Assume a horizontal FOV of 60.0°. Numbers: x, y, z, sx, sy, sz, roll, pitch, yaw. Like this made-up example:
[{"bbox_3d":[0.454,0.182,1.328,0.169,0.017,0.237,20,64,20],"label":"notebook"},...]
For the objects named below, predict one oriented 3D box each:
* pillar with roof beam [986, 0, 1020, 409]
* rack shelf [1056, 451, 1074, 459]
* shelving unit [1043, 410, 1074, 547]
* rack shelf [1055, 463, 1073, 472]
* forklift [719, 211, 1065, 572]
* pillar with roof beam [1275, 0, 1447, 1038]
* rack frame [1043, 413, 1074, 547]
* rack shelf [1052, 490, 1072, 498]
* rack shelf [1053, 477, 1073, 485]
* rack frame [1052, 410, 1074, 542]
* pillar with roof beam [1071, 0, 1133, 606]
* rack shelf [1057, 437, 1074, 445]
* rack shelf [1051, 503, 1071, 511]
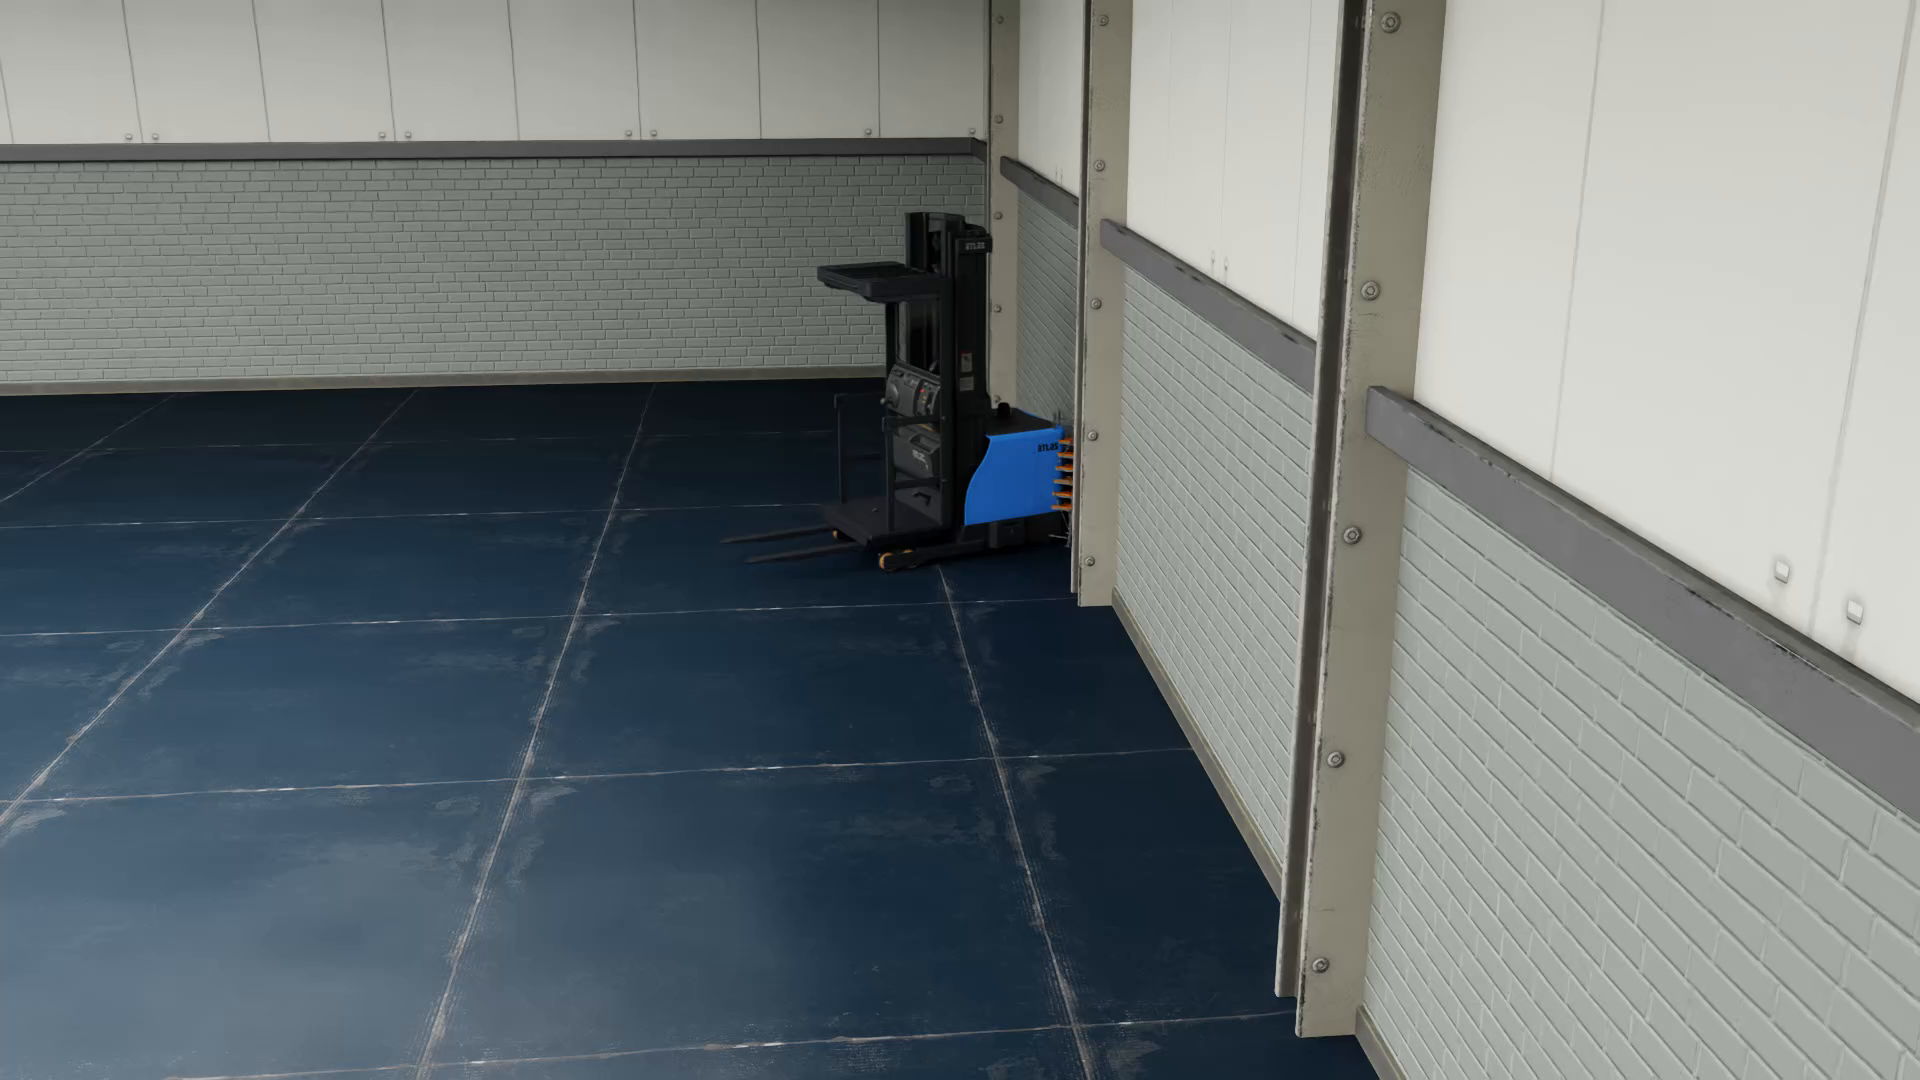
[{"bbox_3d":[-3.806,-5.474,17.590,9.100,9.000,0.400,-2,18,-6],"label":"pillar with roof beam"},{"bbox_3d":[0.947,-0.740,14.859,0.258,0.103,0.180,8,15,16],"label":"rack shelf"},{"bbox_3d":[0.934,-0.551,14.907,0.258,1.200,0.189,8,15,16],"label":"shelving unit"},{"bbox_3d":[0.939,-0.624,14.889,0.258,0.103,0.180,8,15,16],"label":"rack shelf"},{"bbox_3d":[-0.592,-1.301,14.426,3.031,2.935,1.130,-9,20,-26],"label":"forklift"},{"bbox_3d":[-2.569,-1.899,6.202,9.100,9.000,0.400,-2,18,-6],"label":"pillar with roof beam"},{"bbox_3d":[0.907,-0.531,14.822,0.240,1.200,0.006,8,15,16],"label":"rack frame"},{"bbox_3d":[0.923,-0.393,14.948,0.258,0.103,0.180,8,15,16],"label":"rack shelf"},{"bbox_3d":[0.931,-0.508,14.918,0.258,0.103,0.180,8,15,16],"label":"rack shelf"},{"bbox_3d":[0.960,-0.571,14.992,0.240,1.200,0.006,8,15,16],"label":"rack frame"},{"bbox_3d":[-3.187,-3.687,11.896,9.100,9.000,0.400,-2,18,-6],"label":"pillar with roof beam"},{"bbox_3d":[0.955,-0.856,14.829,0.258,0.103,0.180,8,15,16],"label":"rack shelf"},{"bbox_3d":[0.915,-0.277,14.978,0.258,0.103,0.180,8,15,16],"label":"rack shelf"}]
